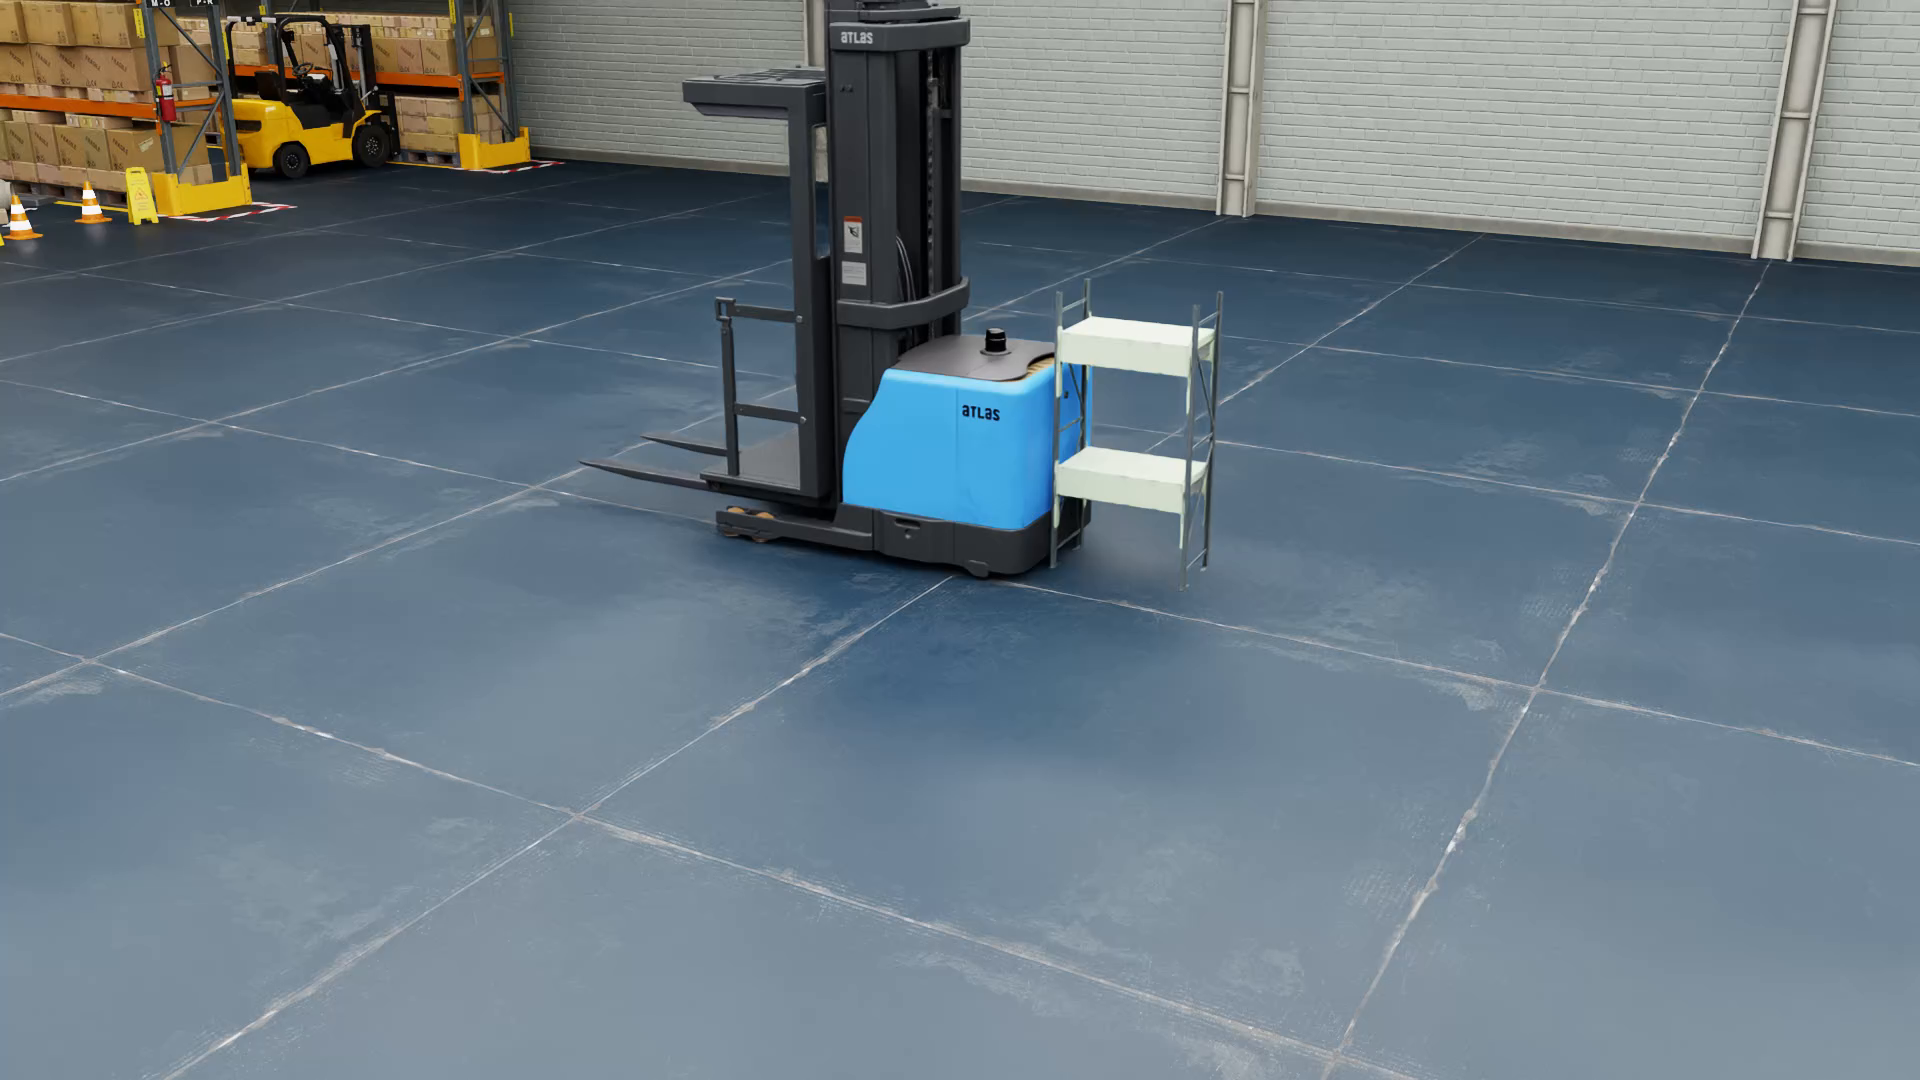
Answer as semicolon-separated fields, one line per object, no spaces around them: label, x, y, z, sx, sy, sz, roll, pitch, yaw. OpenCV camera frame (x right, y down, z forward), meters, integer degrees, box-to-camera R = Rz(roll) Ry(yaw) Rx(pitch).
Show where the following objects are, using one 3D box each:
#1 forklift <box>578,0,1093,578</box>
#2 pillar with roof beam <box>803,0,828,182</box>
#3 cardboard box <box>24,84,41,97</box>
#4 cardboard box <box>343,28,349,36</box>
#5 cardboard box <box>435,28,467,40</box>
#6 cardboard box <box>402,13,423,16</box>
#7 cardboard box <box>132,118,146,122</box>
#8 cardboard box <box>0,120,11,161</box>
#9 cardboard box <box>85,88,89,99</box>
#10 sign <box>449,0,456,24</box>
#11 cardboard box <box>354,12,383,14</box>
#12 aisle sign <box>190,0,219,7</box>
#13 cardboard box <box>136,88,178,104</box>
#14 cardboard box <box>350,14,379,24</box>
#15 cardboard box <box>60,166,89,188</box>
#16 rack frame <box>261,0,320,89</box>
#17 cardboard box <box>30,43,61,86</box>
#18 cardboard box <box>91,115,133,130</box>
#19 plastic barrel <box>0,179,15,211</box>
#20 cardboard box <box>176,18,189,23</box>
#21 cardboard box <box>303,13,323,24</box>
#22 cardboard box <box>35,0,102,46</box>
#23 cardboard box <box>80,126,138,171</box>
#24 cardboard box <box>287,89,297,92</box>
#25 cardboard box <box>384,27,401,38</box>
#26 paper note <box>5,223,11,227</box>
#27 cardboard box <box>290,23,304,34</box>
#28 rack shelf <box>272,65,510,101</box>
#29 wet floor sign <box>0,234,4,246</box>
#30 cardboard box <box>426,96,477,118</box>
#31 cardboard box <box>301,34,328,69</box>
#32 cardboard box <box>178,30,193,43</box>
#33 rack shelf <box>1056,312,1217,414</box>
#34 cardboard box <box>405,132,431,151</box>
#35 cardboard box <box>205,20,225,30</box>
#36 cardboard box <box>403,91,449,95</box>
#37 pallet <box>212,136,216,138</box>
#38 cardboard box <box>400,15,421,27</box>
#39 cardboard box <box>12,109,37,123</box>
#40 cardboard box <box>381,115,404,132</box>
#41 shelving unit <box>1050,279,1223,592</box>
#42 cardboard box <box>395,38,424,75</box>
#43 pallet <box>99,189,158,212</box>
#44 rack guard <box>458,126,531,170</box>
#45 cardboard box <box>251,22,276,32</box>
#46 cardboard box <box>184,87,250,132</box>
forklift;-0.806;-1.513;9.237;3.031;2.935;1.130;10;22;25
pillar with roof beam;-3.963;-7.939;18.056;0.400;9.000;9.100;11;23;27
cardboard box;-11.612;-5.720;21.103;0.250;0.149;0.380;11;23;28
cardboard box;-9.172;-7.679;25.037;0.250;0.149;0.380;10;22;26
cardboard box;-7.373;-7.341;24.105;0.250;0.149;0.380;11;23;28
cardboard box;-8.204;-7.874;25.139;0.250;0.149;0.380;10;22;26
cardboard box;-10.834;-5.185;21.578;0.500;0.500;0.500;11;23;28
cardboard box;-12.460;-5.280;21.840;0.500;0.500;0.500;12;23;30
cardboard box;-10.665;-5.593;20.753;0.250;0.149;0.380;11;23;28
sign;-7.210;-7.511;23.627;0.005;0.325;0.100;11;23;27
cardboard box;-9.097;-8.042;25.603;0.250;0.149;0.380;10;22;26
aisle sign;-9.146;-6.840;20.011;0.004;0.787;0.394;11;23;27
cardboard box;-9.782;-5.417;20.267;0.250;0.149;0.380;12;23;29
cardboard box;-8.902;-7.803;24.944;0.250;0.149;0.380;11;23;28
cardboard box;-11.096;-4.669;21.255;0.500;0.250;0.500;10;22;25
rack frame;-10.425;-7.680;26.138;0.127;3.000;1.000;11;23;27
cardboard box;-11.262;-5.990;20.897;0.500;0.500;0.500;11;23;28
cardboard box;-10.531;-5.195;20.654;0.250;0.149;0.380;12;23;29
plastic barrel;-11.892;-4.218;20.372;0.512;0.421;0.421;-7;21;-20
cardboard box;-12.651;-8.345;26.873;0.250;0.149;0.380;11;23;28
cardboard box;-9.793;-7.974;25.414;0.250;0.149;0.380;10;22;26
cardboard box;-10.837;-6.354;20.433;0.500;0.500;0.700;10;22;27
cardboard box;-10.635;-4.935;20.888;0.500;0.500;0.500;12;23;29
cardboard box;-10.156;-6.881;25.885;0.500;0.250;0.500;10;22;26
cardboard box;-8.274;-7.511;24.574;0.250;0.149;0.380;10;22;26
paper note;-11.147;-3.705;19.534;0.142;0.019;0.148;3;20;9
cardboard box;-10.049;-7.858;25.530;0.250;0.149;0.380;11;23;29
rack shelf;-8.679;-7.009;25.343;4.000;0.370;1.077;11;23;27
wet floor sign;-10.686;-3.524;18.133;0.232;0.644;0.267;7;21;18
cardboard box;-7.488;-6.373;24.486;0.500;0.250;0.500;12;23;29
cardboard box;-9.703;-7.494;25.478;0.500;0.500;0.500;11;23;28
cardboard box;-12.306;-8.109;26.809;0.500;0.250;0.500;11;23;28
rack shelf;0.912;-0.920;8.557;0.720;0.370;0.431;10;22;25
cardboard box;-7.927;-5.989;24.893;0.500;0.250;0.500;11;23;27
cardboard box;-11.746;-8.183;26.426;0.250;0.149;0.380;10;22;26
cardboard box;-8.130;-6.694;25.370;0.500;0.250;0.500;11;22;27
pallet;-13.218;-6.886;28.037;1.213;0.211;1.003;11;23;27
cardboard box;-8.002;-7.634;24.477;0.250;0.149;0.380;11;23;28
cardboard box;-11.930;-5.462;21.388;0.250;0.149;0.380;12;23;29
cardboard box;-8.404;-6.308;25.041;0.500;0.250;0.500;10;22;26
shelving unit;0.912;-0.553;8.691;0.755;1.500;0.431;10;22;25
cardboard box;-7.940;-7.154;24.542;0.500;0.500;0.500;12;23;29
pallet;-10.109;-4.384;21.140;1.213;0.211;1.003;11;23;27
rack guard;-6.912;-5.835;24.719;0.348;0.500;1.175;11;23;27
cardboard box;-10.832;-8.022;25.984;0.250;0.149;0.380;12;23;29
cardboard box;-12.218;-7.100;27.406;0.625;0.625;0.875;10;22;25
